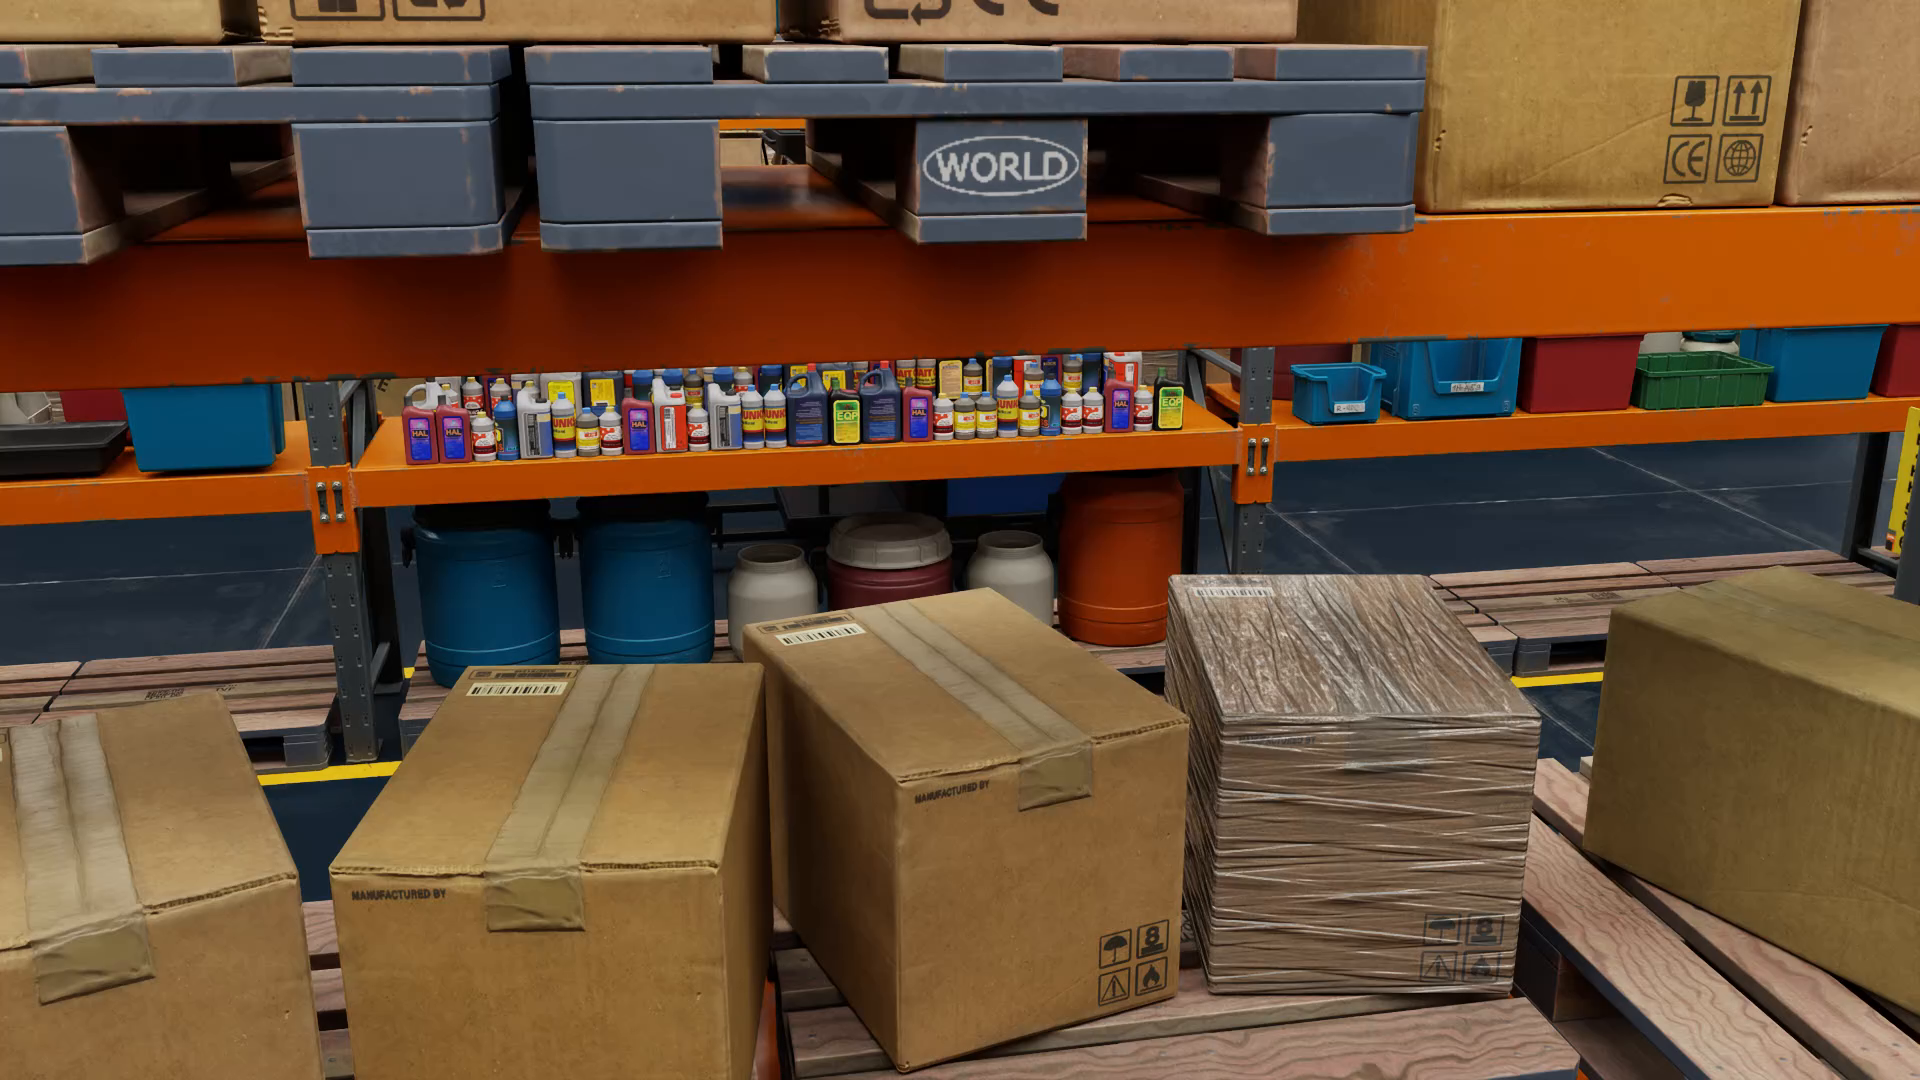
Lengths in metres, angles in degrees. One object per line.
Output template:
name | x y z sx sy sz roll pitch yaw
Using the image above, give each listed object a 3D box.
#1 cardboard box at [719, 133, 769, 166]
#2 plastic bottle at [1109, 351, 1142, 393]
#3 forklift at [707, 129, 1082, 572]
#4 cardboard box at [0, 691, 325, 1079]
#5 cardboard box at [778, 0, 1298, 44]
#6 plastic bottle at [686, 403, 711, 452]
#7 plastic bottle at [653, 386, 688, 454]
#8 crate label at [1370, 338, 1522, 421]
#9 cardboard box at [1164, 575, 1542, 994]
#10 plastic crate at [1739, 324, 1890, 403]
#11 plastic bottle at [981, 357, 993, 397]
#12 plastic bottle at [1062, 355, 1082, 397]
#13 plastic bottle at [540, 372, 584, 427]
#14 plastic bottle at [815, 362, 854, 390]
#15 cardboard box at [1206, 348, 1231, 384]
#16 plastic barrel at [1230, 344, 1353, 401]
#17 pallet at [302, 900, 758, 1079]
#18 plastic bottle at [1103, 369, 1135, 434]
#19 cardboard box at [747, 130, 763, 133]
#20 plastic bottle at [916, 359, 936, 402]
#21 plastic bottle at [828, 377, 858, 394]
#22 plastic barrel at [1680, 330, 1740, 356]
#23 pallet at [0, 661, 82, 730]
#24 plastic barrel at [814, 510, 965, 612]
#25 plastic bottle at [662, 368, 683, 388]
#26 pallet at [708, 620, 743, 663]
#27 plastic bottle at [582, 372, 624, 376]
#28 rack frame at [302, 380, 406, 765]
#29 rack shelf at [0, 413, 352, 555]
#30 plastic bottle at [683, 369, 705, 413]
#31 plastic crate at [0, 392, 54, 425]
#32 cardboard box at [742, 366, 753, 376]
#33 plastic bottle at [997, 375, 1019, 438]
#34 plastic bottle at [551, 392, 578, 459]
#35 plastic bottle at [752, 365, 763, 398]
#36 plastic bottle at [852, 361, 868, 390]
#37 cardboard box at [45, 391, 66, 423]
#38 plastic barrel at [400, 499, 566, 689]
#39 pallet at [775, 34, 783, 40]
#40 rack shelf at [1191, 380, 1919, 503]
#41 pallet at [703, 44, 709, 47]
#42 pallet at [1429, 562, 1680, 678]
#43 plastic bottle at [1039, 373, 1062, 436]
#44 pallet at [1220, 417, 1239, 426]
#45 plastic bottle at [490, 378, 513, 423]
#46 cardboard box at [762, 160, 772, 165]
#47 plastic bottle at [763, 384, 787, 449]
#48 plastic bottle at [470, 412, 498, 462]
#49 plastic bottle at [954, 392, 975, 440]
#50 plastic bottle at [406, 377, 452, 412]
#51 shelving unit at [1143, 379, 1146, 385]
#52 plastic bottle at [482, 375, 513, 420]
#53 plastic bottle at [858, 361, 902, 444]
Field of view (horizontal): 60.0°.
cardboard box | -1.706 -2.680 12.050 0.637 0.503 0.797 -3 17 -9
plastic bottle | 0.795 -0.802 8.024 0.135 0.276 0.152 -3 17 -10
forklift | -0.618 -1.365 9.765 3.031 2.935 1.130 -3 17 -11
cardboard box | -1.231 0.605 2.348 0.500 0.500 0.700 -10 20 -29
cardboard box | 0.079 -0.997 2.284 0.600 0.600 0.600 -4 18 -13
plastic bottle | -1.120 -0.484 7.117 0.097 0.201 0.097 0 17 0
plastic bottle | -1.239 -0.521 7.111 0.135 0.276 0.152 -3 17 -10
crate label | 2.279 -0.830 7.845 0.616 0.435 0.502 -3 17 -10
cardboard box | 0.657 0.407 2.991 0.500 0.500 0.700 0 17 0
plastic crate | 4.156 -0.900 8.160 0.575 0.384 0.392 -3 17 -10
plastic bottle | 0.172 -0.829 8.101 0.133 0.283 0.061 -3 17 -10
plastic bottle | 0.552 -0.806 8.165 0.097 0.201 0.097 0 17 0
plastic bottle | -1.807 -0.693 7.544 0.185 0.351 0.144 -3 17 -10
plastic bottle | -0.592 -0.760 7.761 0.185 0.351 0.144 -3 17 -10
cardboard box | 2.065 -1.390 13.237 0.500 0.500 0.700 -2 17 -6
plastic barrel | 1.651 -1.014 8.272 0.708 0.536 0.600 -3 17 -10
pallet | -0.934 0.894 2.619 1.213 0.211 1.003 -3 17 -10
plastic bottle | 0.710 -0.622 7.425 0.133 0.283 0.061 -3 17 -10
cardboard box | -2.497 -5.158 21.400 0.500 0.250 0.500 -4 17 -12
plastic bottle | -0.164 -0.799 8.022 0.097 0.271 0.097 0 17 0
plastic bottle | -0.510 -0.571 7.259 0.133 0.283 0.061 -3 17 -10
plastic barrel | 3.851 -0.963 8.574 0.301 0.262 0.301 0 17 0
pallet | -4.590 0.841 7.214 1.213 0.211 1.003 -3 17 -10
plastic barrel | -0.333 0.211 7.907 0.708 0.588 0.600 -3 17 -10
plastic bottle | -1.321 -0.688 7.661 0.097 0.271 0.097 0 17 0
pallet | -0.709 0.620 7.933 1.213 0.211 1.003 -3 17 -10
plastic bottle | -1.653 -0.745 7.713 0.185 0.351 0.144 -3 17 -10
rack frame | -2.675 -0.613 7.198 0.127 3.000 1.000 -3 17 -10
rack shelf | -4.639 -0.158 6.941 4.000 0.370 1.077 -3 17 -10
plastic bottle | -1.255 -0.703 7.831 0.097 0.201 0.097 0 17 0
plastic crate | -4.209 -0.553 7.103 0.530 0.282 0.437 -3 17 -10
cardboard box | -1.245 -1.369 12.563 0.875 0.875 1.225 -3 17 -10
plastic bottle | 0.211 -0.593 7.353 0.097 0.271 0.097 0 17 0
plastic bottle | -1.670 -0.486 7.005 0.097 0.271 0.097 0 17 0
plastic bottle | -0.917 -0.767 7.899 0.133 0.283 0.061 -3 17 -10
plastic bottle | -0.487 -0.780 7.963 0.097 0.271 0.097 0 17 0
cardboard box | -6.035 -1.112 11.728 0.875 0.875 0.875 -3 17 -10
plastic barrel | -2.137 0.164 7.528 0.708 0.901 0.600 -3 17 -10
pallet | -0.811 -2.092 7.228 1.213 0.211 1.003 -3 17 -10
rack shelf | 3.216 -0.603 8.392 4.000 0.370 1.077 -3 17 -10
pallet | -2.812 -4.883 16.311 1.003 0.211 1.213 -3 17 -10
pallet | 3.216 0.398 8.655 1.213 0.211 1.003 -3 17 -10
plastic bottle | 0.402 -0.604 7.388 0.097 0.271 0.097 0 17 0
pallet | 2.276 -1.041 13.340 1.213 0.211 1.003 -3 17 -10
plastic bottle | -2.098 -0.637 7.616 0.097 0.201 0.097 0 17 0
cardboard box | -1.938 -3.705 16.473 0.250 0.149 0.380 -3 17 -11
plastic bottle | -0.797 -0.536 7.167 0.097 0.271 0.097 0 17 0
plastic bottle | -1.993 -0.435 6.956 0.097 0.201 0.097 0 17 0
plastic bottle | 0.020 -0.549 7.328 0.097 0.201 0.097 0 17 0
plastic bottle | -2.228 -0.518 6.973 0.185 0.351 0.144 -3 17 -10
shelving unit | 1.154 -0.491 10.123 0.252 1.050 0.215 -9 19 -27
plastic bottle | -2.131 -0.698 7.675 0.133 0.283 0.061 -3 17 -10
plastic bottle | -0.350 -0.606 7.260 0.185 0.351 0.144 -3 17 -10
